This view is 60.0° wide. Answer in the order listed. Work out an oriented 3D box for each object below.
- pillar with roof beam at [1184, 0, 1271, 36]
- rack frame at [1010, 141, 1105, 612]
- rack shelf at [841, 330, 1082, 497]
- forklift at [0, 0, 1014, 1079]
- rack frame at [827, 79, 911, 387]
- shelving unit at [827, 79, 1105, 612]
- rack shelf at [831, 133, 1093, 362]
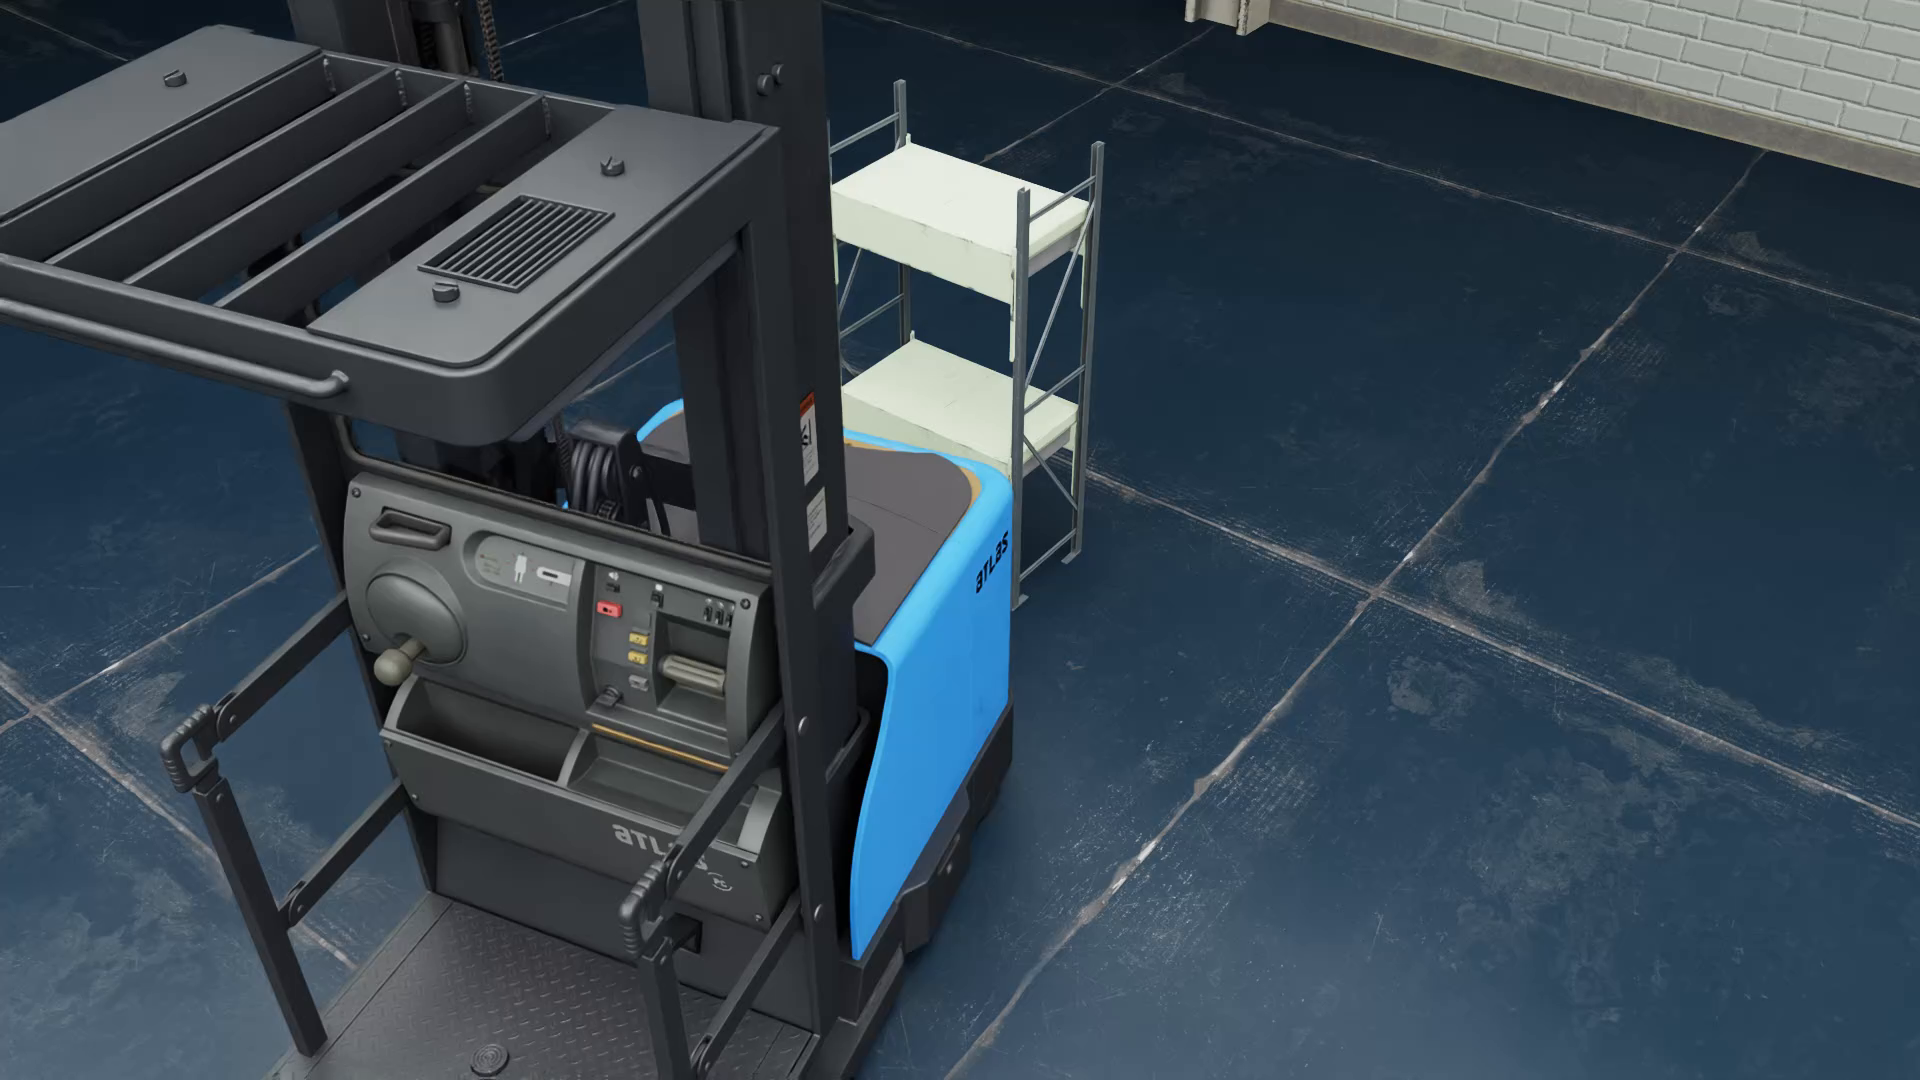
[{"bbox_3d":[-1.075,-4.429,4.108,0.400,9.000,9.100,25,45,29],"label":"pillar with roof beam"},{"bbox_3d":[0.285,-0.456,5.116,0.023,1.500,0.400,25,45,29],"label":"rack frame"},{"bbox_3d":[-0.005,-0.336,5.492,0.720,0.370,0.431,25,45,29],"label":"rack shelf"},{"bbox_3d":[-0.889,0.229,3.079,1.130,2.935,3.031,15,40,18],"label":"forklift"},{"bbox_3d":[-0.296,-0.730,5.466,0.023,1.500,0.400,25,45,29],"label":"rack frame"},{"bbox_3d":[-0.005,-0.593,5.291,0.755,1.500,0.431,25,45,29],"label":"shelving unit"},{"bbox_3d":[-0.005,-0.900,5.050,0.720,0.370,0.431,25,45,29],"label":"rack shelf"}]
